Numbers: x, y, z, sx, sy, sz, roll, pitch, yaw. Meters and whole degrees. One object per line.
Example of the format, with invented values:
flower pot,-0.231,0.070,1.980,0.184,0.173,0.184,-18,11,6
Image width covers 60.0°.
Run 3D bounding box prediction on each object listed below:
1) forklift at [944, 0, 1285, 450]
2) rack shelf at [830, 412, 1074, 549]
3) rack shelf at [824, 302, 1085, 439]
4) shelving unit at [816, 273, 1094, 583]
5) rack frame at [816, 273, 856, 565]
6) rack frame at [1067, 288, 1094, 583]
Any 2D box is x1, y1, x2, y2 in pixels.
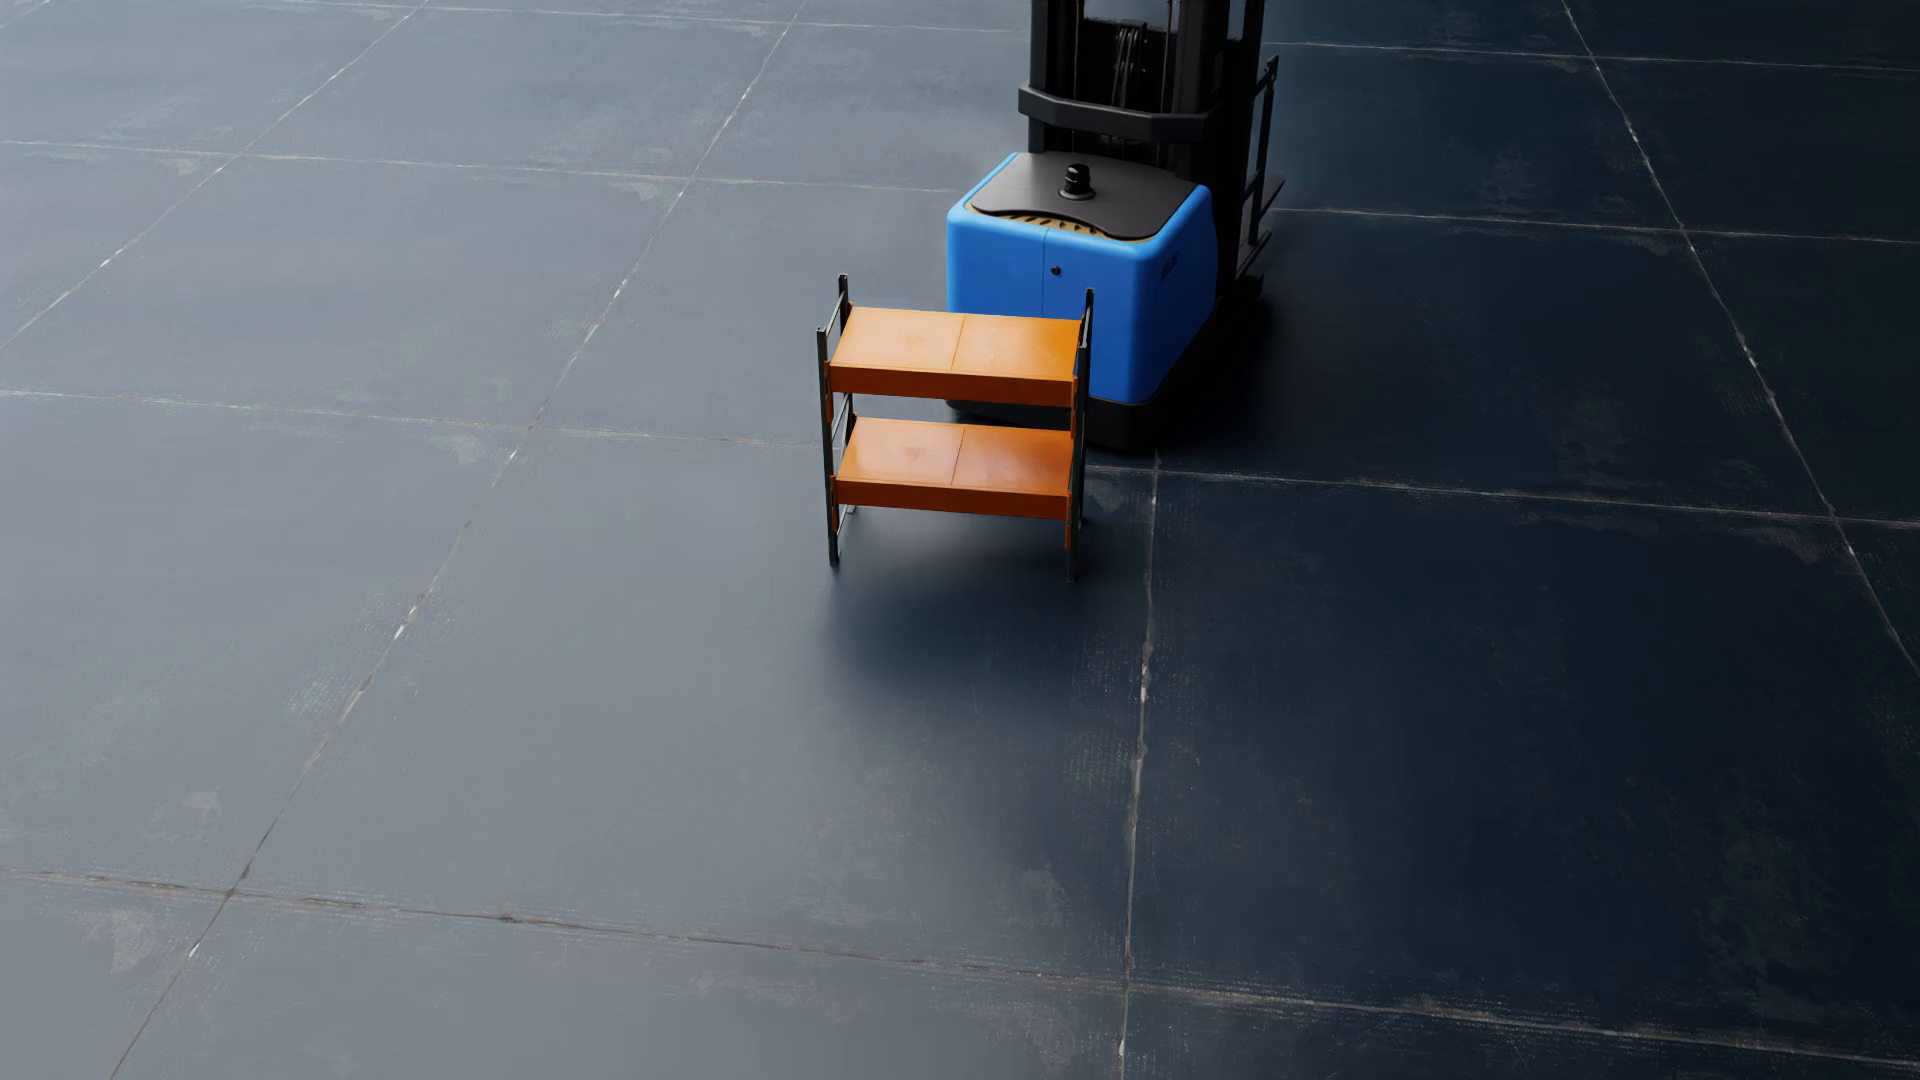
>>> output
forklift,0.997,-2.459,8.173,1.130,2.935,3.031,15,38,20
rack shelf,-0.007,-0.259,7.066,1.000,0.278,0.538,4,36,6
rack shelf,-0.007,-0.697,6.754,1.000,0.278,0.538,4,36,6
shelving unit,-0.007,-0.458,6.924,1.048,1.125,0.538,4,36,6
rack frame,-0.511,-0.496,6.977,0.032,1.125,0.500,4,36,6
rack frame,0.498,-0.421,6.871,0.032,1.125,0.500,4,36,6
